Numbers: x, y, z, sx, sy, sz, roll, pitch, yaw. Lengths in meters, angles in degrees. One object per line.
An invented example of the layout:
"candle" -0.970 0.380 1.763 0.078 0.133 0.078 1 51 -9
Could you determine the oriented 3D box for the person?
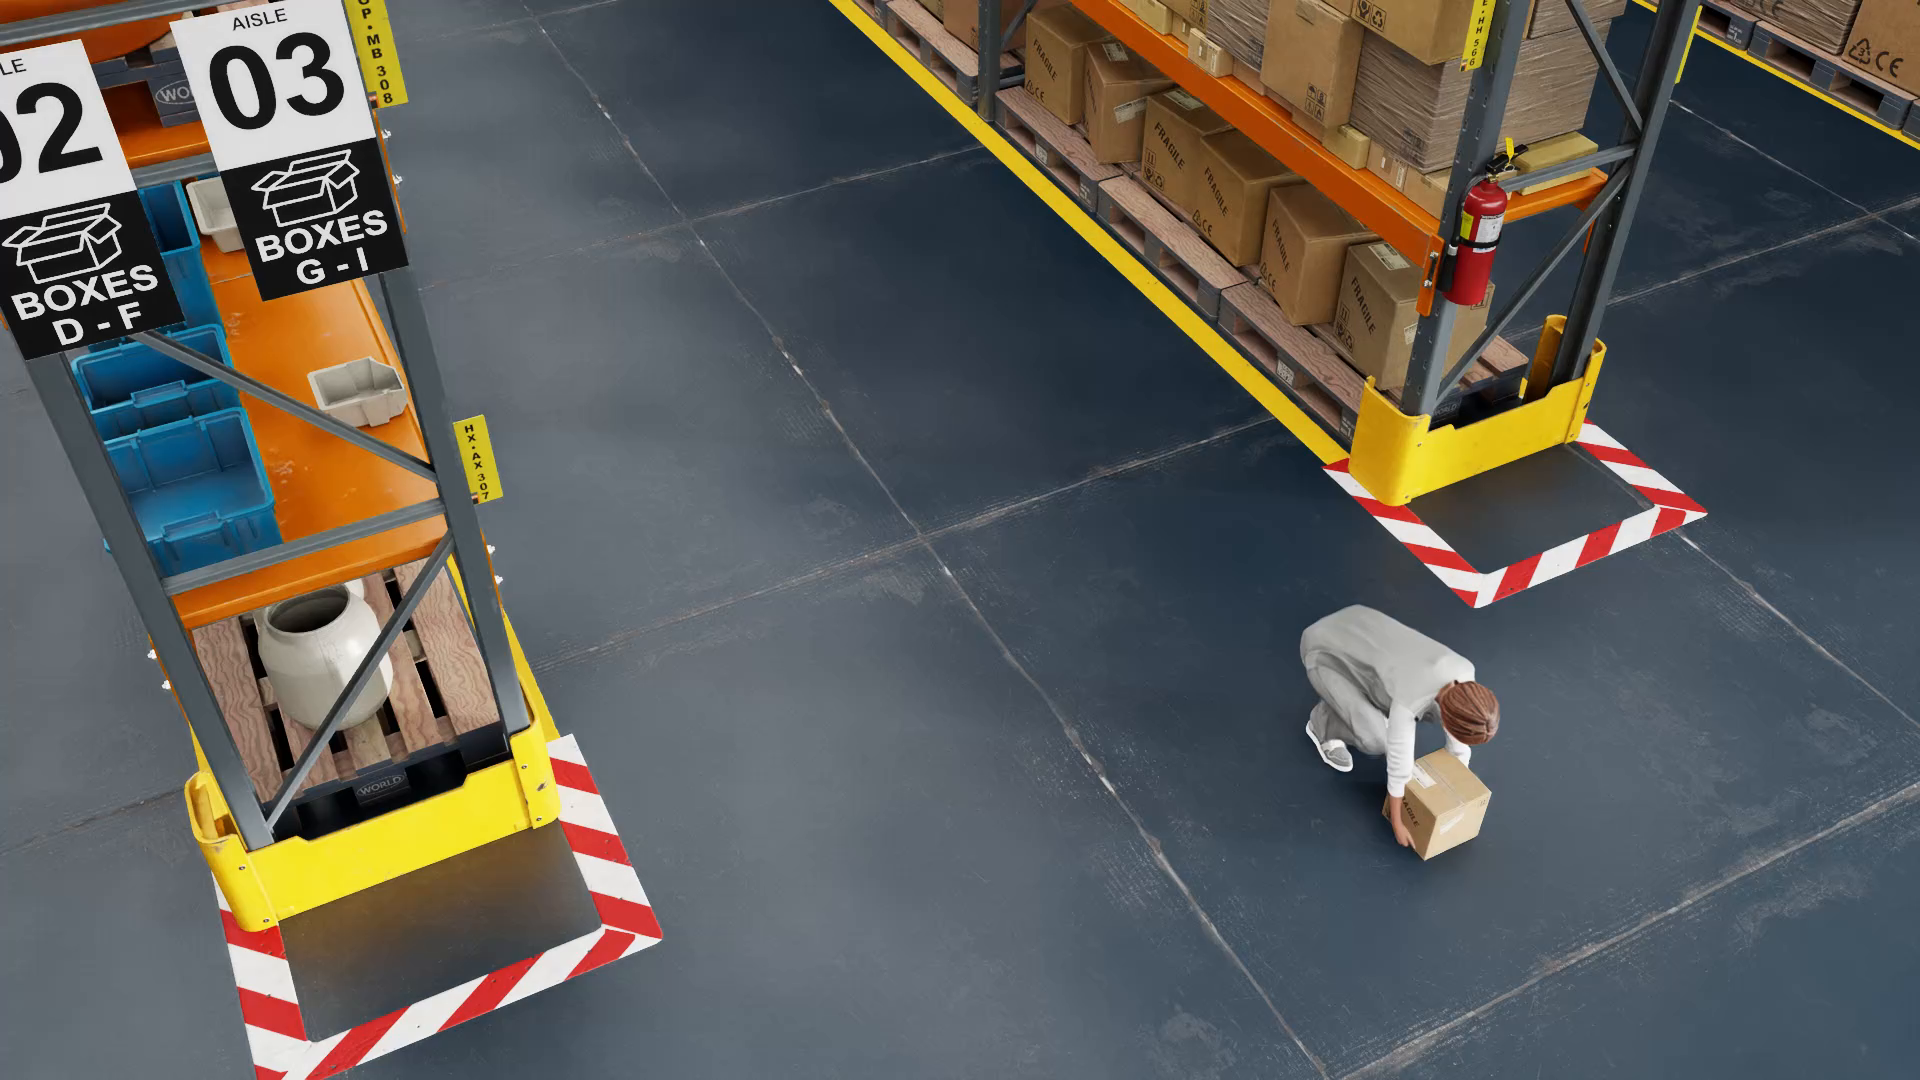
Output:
"person" 1.596 0.333 5.930 0.374 1.424 0.690 -20 46 -21
